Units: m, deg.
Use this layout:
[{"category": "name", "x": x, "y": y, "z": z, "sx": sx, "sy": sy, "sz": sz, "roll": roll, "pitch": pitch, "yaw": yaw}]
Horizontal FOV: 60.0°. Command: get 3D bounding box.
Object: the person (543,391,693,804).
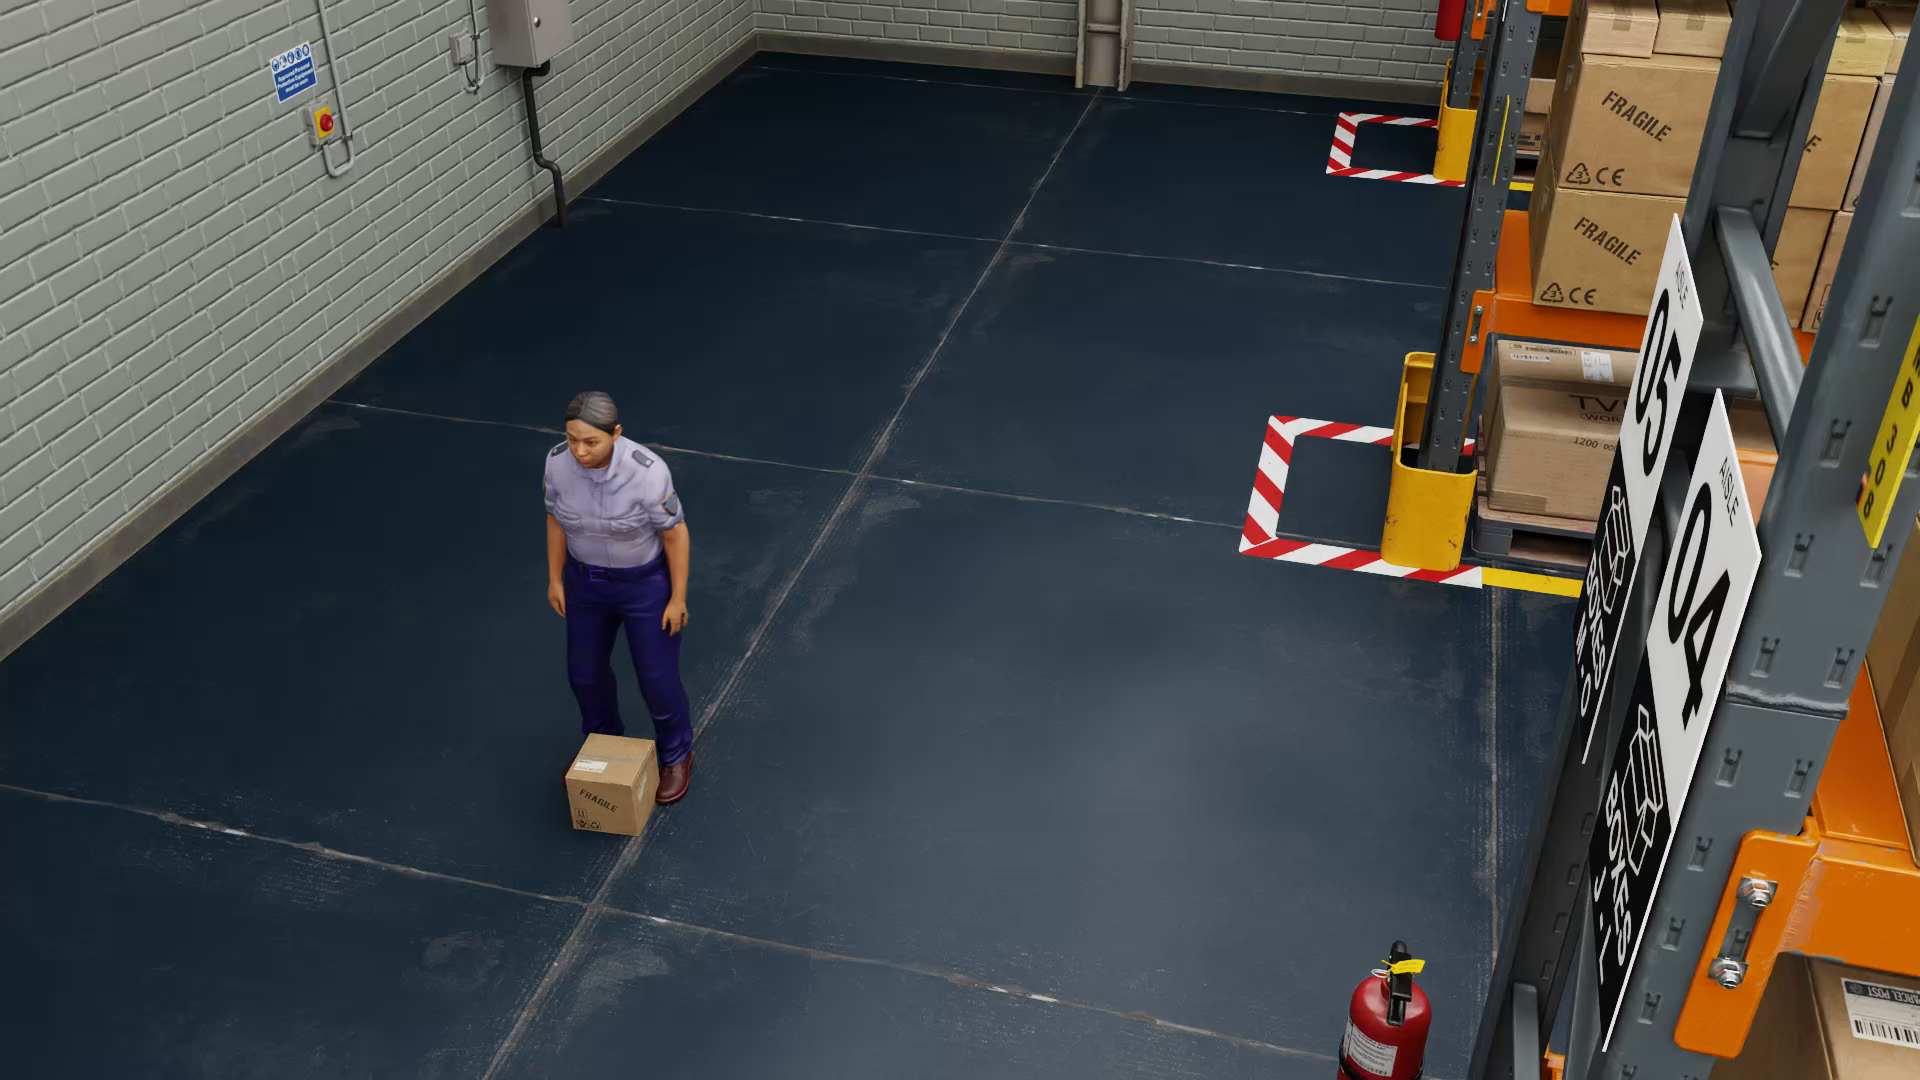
[{"category": "person", "x": -1.205, "y": 0.183, "z": 5.877, "sx": 0.543, "sy": 1.637, "sz": 0.367, "roll": 8, "pitch": 34, "yaw": 12}]
